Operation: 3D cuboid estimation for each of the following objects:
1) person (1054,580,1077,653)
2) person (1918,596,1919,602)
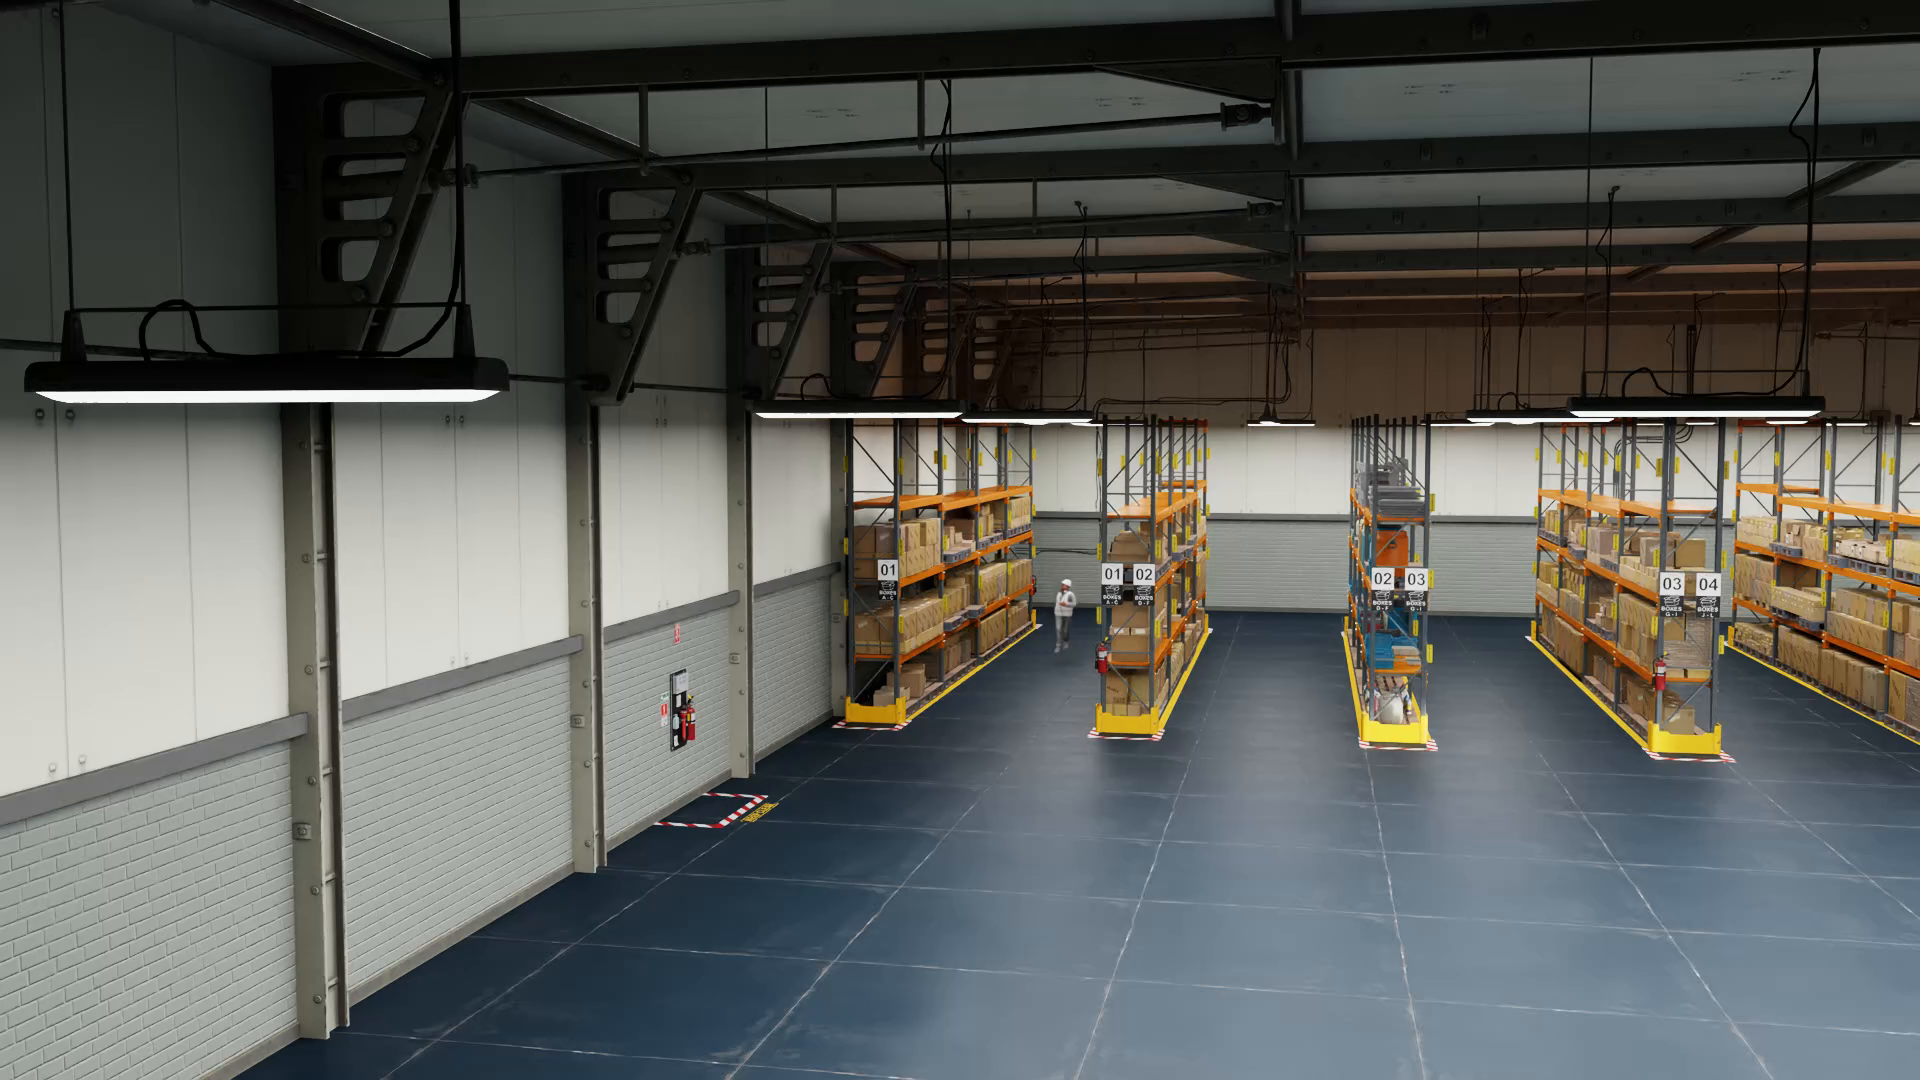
[{"bbox_3d":[2.560,1.836,40.545,0.589,1.738,0.995,1,4,10],"label":"person"},{"bbox_3d":[26.067,1.913,44.797,0.715,1.637,0.467,0,4,-2],"label":"person"}]
